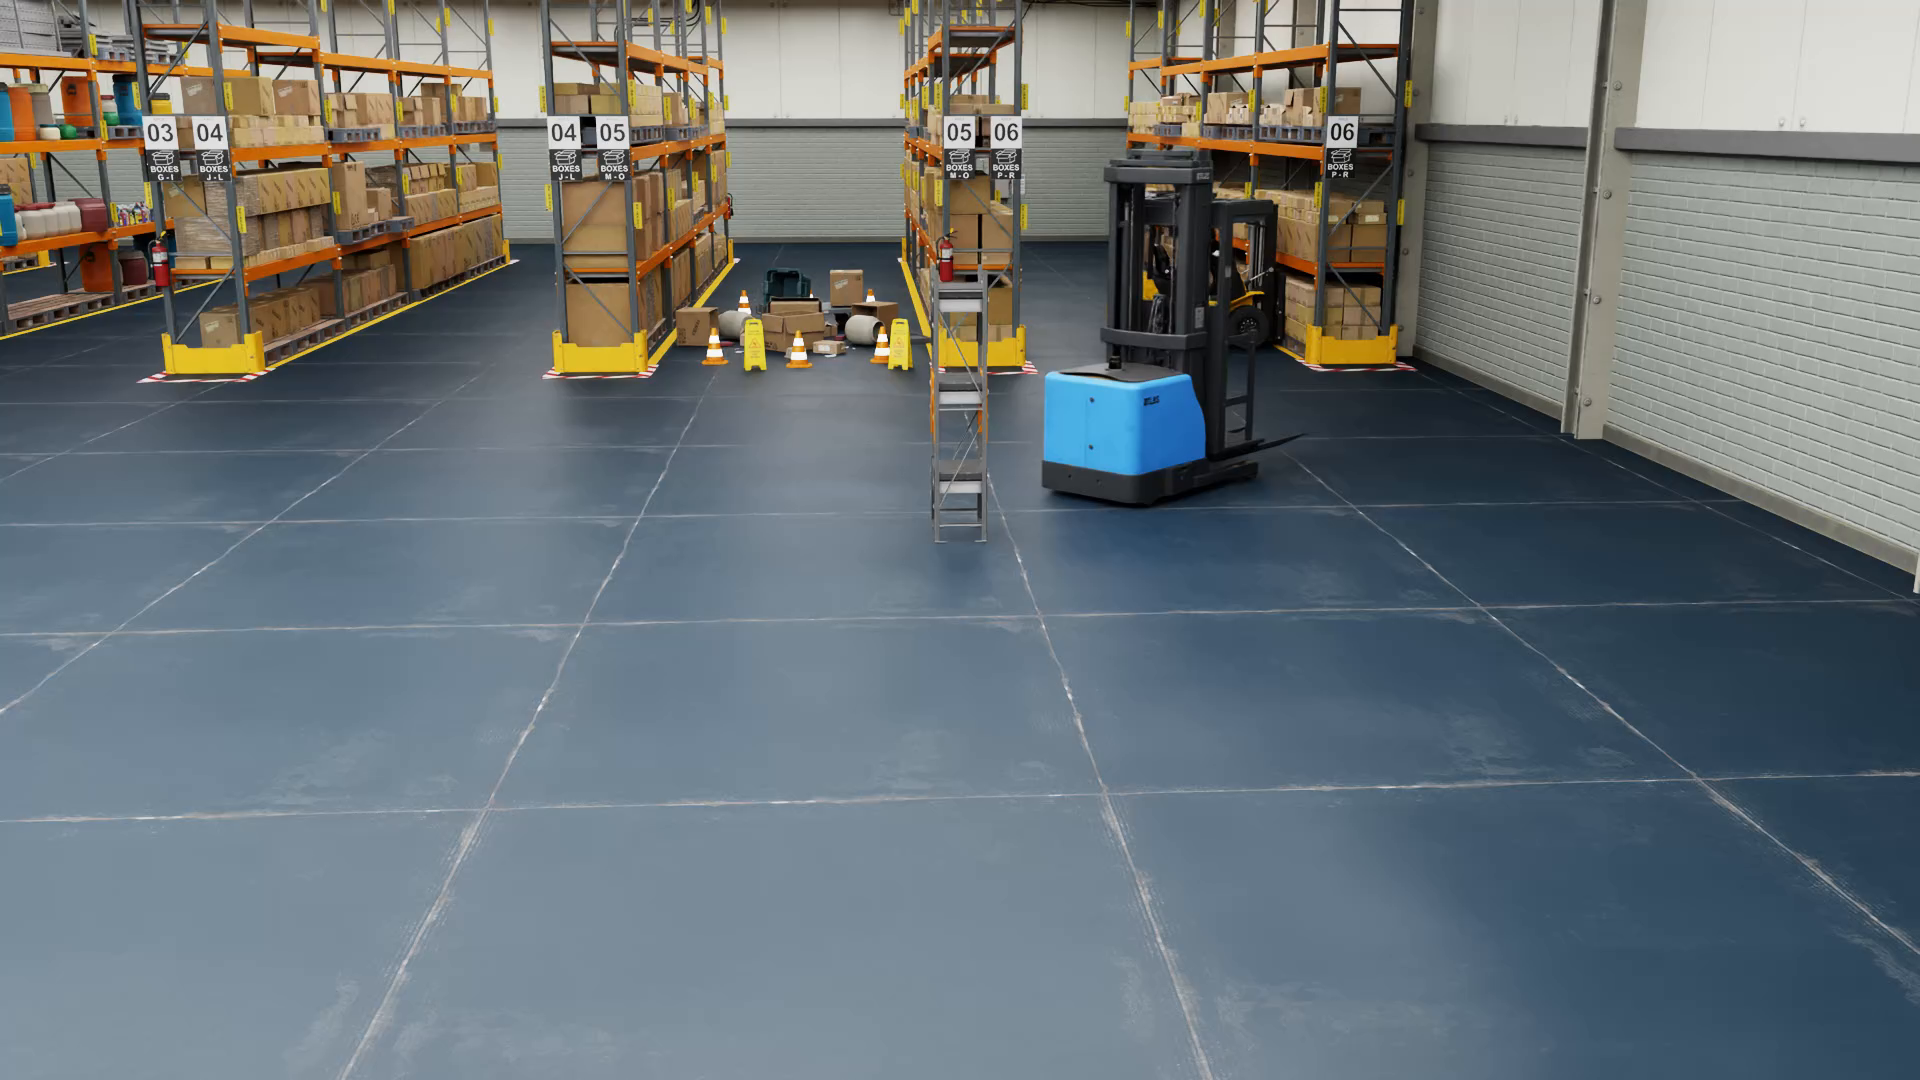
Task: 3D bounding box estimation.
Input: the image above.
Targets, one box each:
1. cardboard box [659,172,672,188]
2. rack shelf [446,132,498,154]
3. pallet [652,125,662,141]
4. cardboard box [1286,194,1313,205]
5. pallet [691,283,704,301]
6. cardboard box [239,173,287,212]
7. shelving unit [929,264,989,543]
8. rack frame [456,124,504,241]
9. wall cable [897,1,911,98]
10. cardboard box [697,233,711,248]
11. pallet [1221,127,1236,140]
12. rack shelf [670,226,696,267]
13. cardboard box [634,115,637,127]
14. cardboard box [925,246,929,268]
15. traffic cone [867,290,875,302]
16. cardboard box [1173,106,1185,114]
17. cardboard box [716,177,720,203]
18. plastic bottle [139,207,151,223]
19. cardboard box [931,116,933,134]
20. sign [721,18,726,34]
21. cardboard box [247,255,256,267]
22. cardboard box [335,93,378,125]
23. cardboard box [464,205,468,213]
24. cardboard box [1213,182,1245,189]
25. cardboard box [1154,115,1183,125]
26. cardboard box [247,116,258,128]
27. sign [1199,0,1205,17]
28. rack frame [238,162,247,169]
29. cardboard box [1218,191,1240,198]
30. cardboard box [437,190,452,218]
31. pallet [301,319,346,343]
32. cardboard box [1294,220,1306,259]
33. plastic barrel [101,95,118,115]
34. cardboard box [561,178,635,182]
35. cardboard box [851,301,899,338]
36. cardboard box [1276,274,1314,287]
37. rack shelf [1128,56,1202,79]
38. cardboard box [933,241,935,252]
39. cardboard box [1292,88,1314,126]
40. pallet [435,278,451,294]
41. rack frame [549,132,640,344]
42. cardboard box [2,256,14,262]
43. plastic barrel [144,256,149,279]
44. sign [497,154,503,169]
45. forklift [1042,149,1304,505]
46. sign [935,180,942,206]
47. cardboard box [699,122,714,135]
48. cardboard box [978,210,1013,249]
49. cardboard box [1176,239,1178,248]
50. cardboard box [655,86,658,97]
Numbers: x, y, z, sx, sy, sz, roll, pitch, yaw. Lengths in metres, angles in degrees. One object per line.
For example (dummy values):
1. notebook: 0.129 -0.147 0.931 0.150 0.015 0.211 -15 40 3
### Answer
1. cardboard box: -5.035 -5.696 26.937 0.700 0.500 0.500 -1 14 -4
2. rack shelf: -10.480 -8.201 34.303 1.077 0.370 4.000 -1 14 -3
3. pallet: -4.864 -5.867 23.967 1.003 0.211 1.213 -1 14 -3
4. cardboard box: 4.900 -4.882 23.881 0.380 0.149 0.250 -1 14 -3
5. pallet: -5.199 -4.499 30.090 1.003 0.211 1.213 -1 14 -3
6. cardboard box: -9.431 -4.681 22.396 0.500 0.500 0.500 -1 14 -3
7. shelving unit: -0.010 -1.058 12.925 0.431 2.100 0.503 -1 14 -3
8. rack frame: -10.604 -7.594 36.520 1.000 3.000 0.127 -1 14 -3
9. wall cable: -1.347 -12.062 41.849 0.463 3.000 0.029 -1 14 -3
10. cardboard box: -5.101 -5.825 32.315 0.500 0.250 0.500 -1 14 -5
11. pallet: 4.940 -6.750 27.602 1.003 0.211 1.213 0 14 -1
12. rack shelf: -5.028 -4.810 27.144 1.077 0.370 4.000 -1 14 -3
13. cardboard box: -4.374 -5.402 21.444 0.380 0.149 0.250 -1 14 -3
14. cardboard box: -0.177 -5.105 30.267 0.875 0.875 0.875 -1 14 -4
15. traffic cone: -1.444 -3.821 26.947 0.336 0.463 0.334 -1 14 -3
16. cardboard box: 4.223 -8.093 31.306 0.380 0.149 0.250 -1 14 -3
17. cardboard box: -5.212 -7.219 34.265 0.500 0.500 0.500 -1 14 -5
18. plastic bottle: -14.842 -5.925 30.284 0.152 0.276 0.135 -1 14 -3
19. cardboard box: -0.156 -5.920 23.699 0.500 0.250 0.500 -1 14 -3
20. sign: -5.092 -11.083 35.850 0.100 0.325 0.005 -1 14 -3
21. cardboard box: -9.389 -3.630 21.619 0.380 0.149 0.250 -1 14 -3
22. cardboard box: -9.771 -6.982 26.919 0.500 0.500 0.500 -1 14 -2
23. cardboard box: -10.059 -6.621 33.245 0.380 0.149 0.250 -1 14 -5
24. cardboard box: 4.861 -6.217 30.126 0.500 0.500 0.500 0 14 -1
25. cardboard box: 4.209 -8.470 33.609 0.500 0.250 0.500 -1 14 -3
26. cardboard box: -9.403 -5.455 21.691 0.380 0.149 0.250 0 14 -1
27. sign: 4.196 -9.220 28.768 0.100 0.325 0.005 -1 14 -3
28. rack frame: -15.547 -7.517 36.223 1.000 3.000 0.127 -1 14 -3
29. cardboard box: 4.553 -5.793 28.018 0.380 0.149 0.250 -1 14 -2
30. cardboard box: -10.031 -6.412 31.727 0.500 0.500 0.500 0 14 -2
31. pallet: -9.784 -3.092 24.622 1.003 0.211 1.213 -1 14 -3
32. cardboard box: 4.917 -4.141 22.900 0.500 0.500 0.500 0 14 -2
33. plastic barrel: -15.312 -7.688 29.752 0.433 0.535 0.433 0 14 0
34. cardboard box: -4.766 -4.490 21.989 0.875 0.550 0.550 -1 14 -3
35. cardboard box: -1.261 -3.265 24.710 0.500 0.500 0.500 10 18 35
36. cardboard box: 4.790 -3.689 24.014 0.500 0.250 0.500 -1 14 -5
37. rack shelf: 4.365 -9.882 34.826 1.077 0.370 4.000 -1 14 -3
38. cardboard box: -0.200 -4.239 23.986 0.380 0.149 0.250 -1 14 -3
39. cardboard box: 4.998 -5.961 22.909 0.700 0.500 0.500 -1 14 -3
40. pallet: -10.155 -4.754 31.078 1.003 0.211 1.213 -1 14 -3
41. rack frame: -4.656 -3.666 21.255 1.000 3.000 0.127 -1 14 -3
42. cardboard box: -20.183 -5.955 34.787 0.500 0.250 0.500 -1 14 -3
43. plastic barrel: -15.293 -5.068 30.852 0.421 0.512 0.421 0 14 0
44. sign: -10.062 -8.274 36.366 0.100 0.325 0.005 -1 14 -3
45. forklift: 2.076 -2.012 14.962 1.130 2.935 3.031 13 19 40
46. sign: -0.277 -4.478 21.452 0.100 0.325 0.005 -1 14 -3
47. cardboard box: -5.165 -8.150 32.962 0.500 0.250 0.500 0 14 -1
48. cardboard box: 0.490 -4.211 22.575 0.500 0.500 0.500 0 14 -2
49. cardboard box: 4.389 -5.719 32.107 0.380 0.149 0.250 0 14 -1
50. cardboard box: -4.532 -6.418 23.793 0.380 0.149 0.250 -1 14 -4
